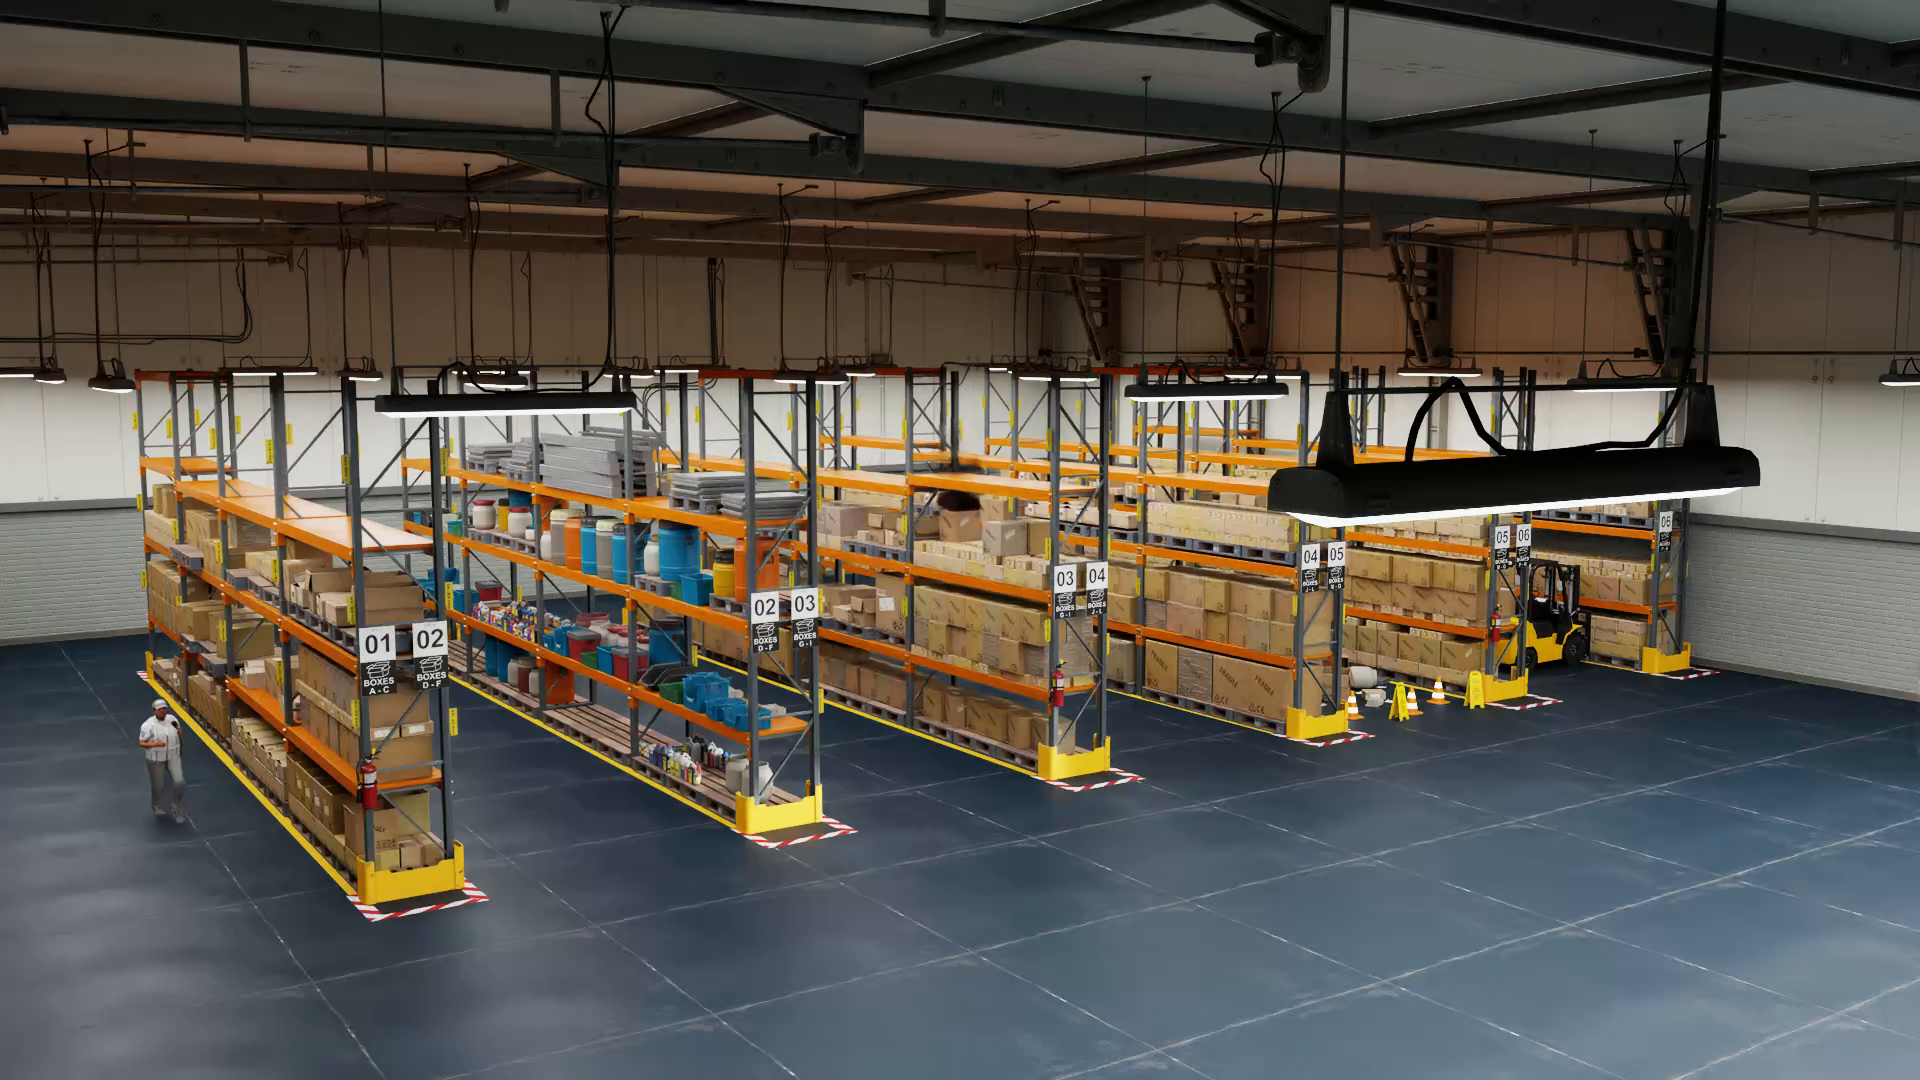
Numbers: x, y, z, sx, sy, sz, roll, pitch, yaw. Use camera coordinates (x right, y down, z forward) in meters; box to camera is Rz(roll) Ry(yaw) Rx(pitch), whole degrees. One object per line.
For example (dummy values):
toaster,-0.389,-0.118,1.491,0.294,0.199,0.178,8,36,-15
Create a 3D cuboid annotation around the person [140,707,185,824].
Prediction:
person,-10.755,3.001,22.451,0.583,1.707,0.746,-5,8,-40
